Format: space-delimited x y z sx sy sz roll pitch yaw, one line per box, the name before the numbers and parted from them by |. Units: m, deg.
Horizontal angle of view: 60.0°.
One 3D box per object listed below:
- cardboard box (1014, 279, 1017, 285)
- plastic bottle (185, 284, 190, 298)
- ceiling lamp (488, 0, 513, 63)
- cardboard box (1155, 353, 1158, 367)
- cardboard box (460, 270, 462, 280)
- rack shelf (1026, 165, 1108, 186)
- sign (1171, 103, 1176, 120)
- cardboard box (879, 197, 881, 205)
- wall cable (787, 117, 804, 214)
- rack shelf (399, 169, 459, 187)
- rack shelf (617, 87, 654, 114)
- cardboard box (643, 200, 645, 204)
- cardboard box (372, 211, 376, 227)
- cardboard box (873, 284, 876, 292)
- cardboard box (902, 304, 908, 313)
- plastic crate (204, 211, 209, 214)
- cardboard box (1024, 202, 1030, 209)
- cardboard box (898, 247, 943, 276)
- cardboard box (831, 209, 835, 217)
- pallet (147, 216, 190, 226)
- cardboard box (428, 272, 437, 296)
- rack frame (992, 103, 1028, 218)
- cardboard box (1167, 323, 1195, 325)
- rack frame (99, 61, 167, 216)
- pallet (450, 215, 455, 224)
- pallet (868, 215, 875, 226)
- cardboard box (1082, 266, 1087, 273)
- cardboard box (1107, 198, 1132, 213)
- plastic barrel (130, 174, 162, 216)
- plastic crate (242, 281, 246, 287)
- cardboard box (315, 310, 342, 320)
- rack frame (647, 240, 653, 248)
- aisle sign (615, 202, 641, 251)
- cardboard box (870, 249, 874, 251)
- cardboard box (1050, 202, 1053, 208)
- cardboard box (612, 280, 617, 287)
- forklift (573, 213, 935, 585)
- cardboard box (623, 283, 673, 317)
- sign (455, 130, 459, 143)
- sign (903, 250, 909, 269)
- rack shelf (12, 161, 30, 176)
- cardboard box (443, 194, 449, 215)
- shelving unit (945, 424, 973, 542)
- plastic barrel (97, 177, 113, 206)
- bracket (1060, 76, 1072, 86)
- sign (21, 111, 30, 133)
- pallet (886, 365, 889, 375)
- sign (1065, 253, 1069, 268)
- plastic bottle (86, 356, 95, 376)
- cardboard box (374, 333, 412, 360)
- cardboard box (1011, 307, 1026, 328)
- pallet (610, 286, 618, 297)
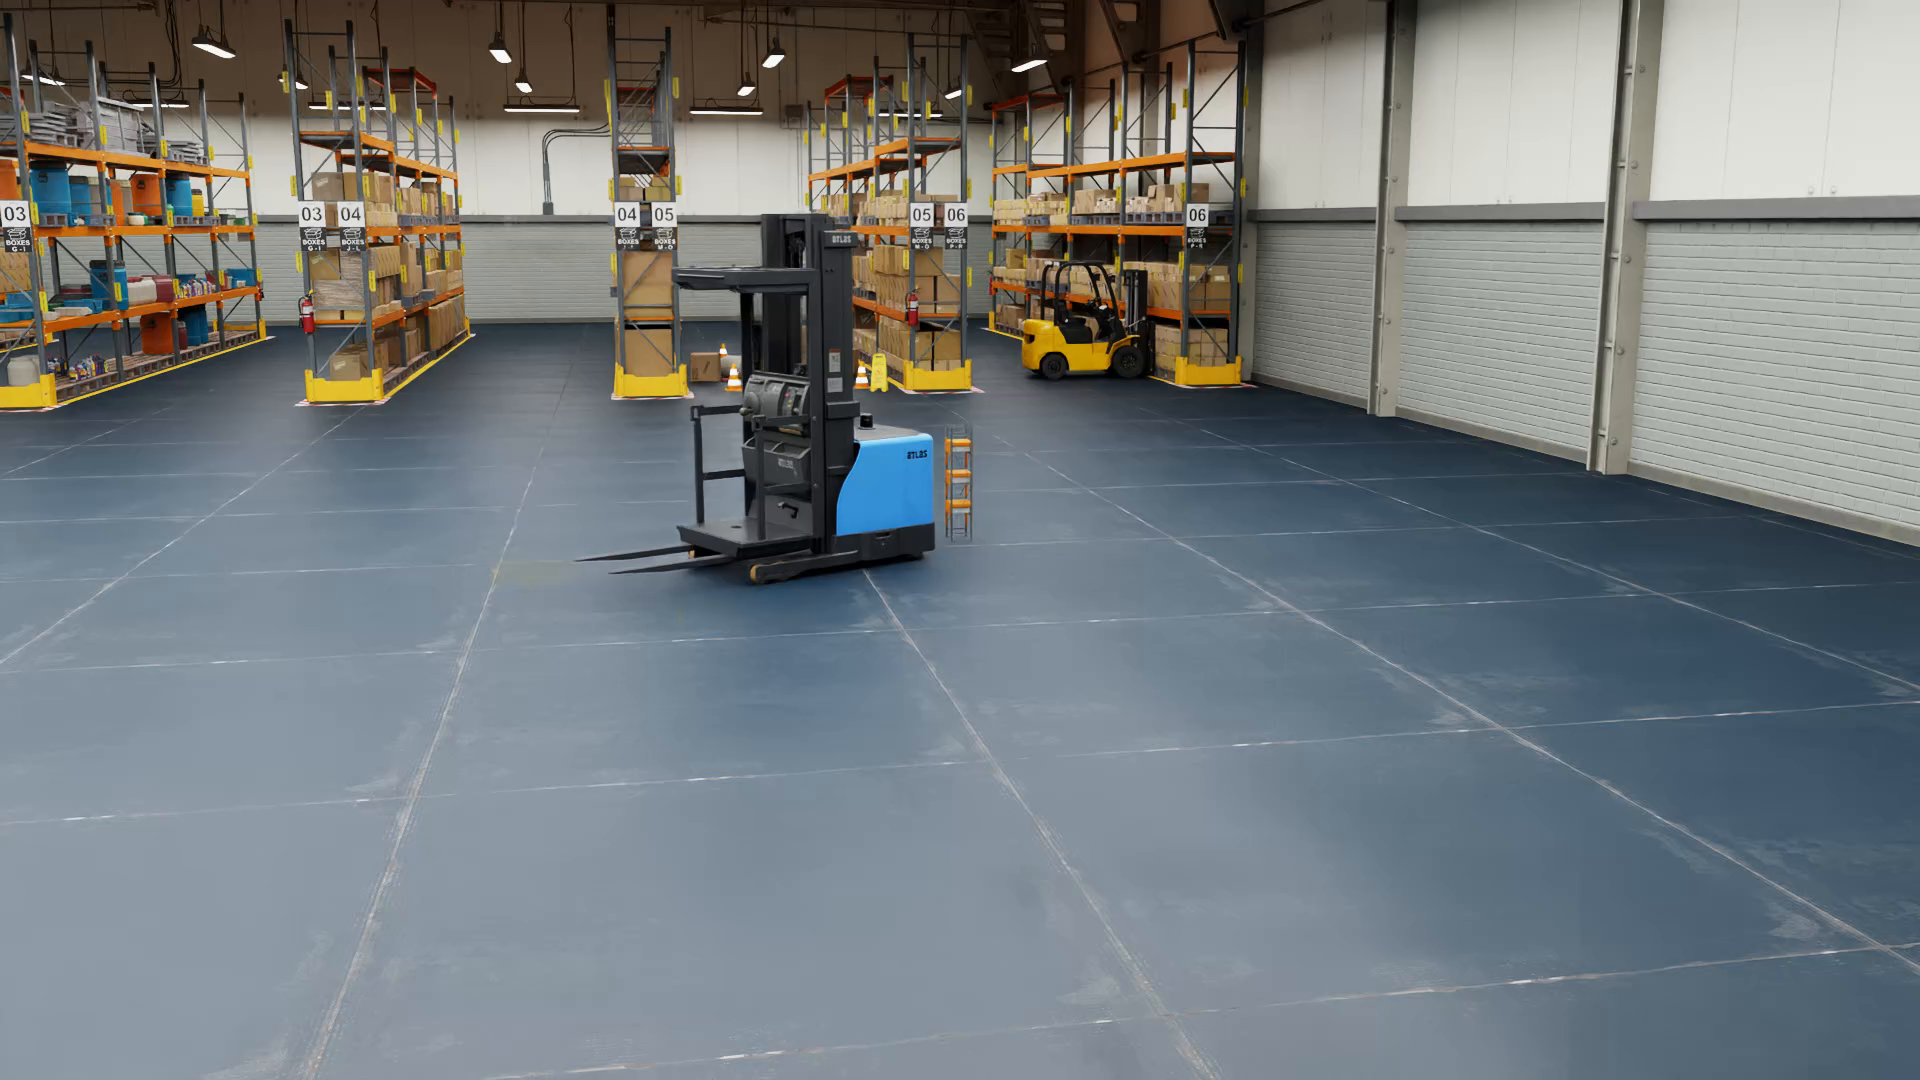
cardboard box | 1.595 -6.627 42.717 0.380 0.149 0.250 -2 11 -12
plastic bottle | -16.463 -5.305 35.409 0.061 0.283 0.133 -2 11 -11
ceiling lamp | -8.151 -10.394 30.180 0.800 3.185 2.000 -2 11 -11
cardboard box | 3.910 -3.425 31.455 0.500 0.250 0.500 -2 11 -10
cardboard box | -12.859 -6.698 42.023 0.500 0.250 0.500 -2 11 -12
rack shelf | 2.542 -8.543 39.060 1.077 0.370 4.000 -2 11 -11
sign | 4.258 -8.545 33.154 0.100 0.325 0.005 -2 11 -11
cardboard box | -1.339 -6.490 31.840 0.380 0.149 0.250 -2 11 -9
wall cable | -4.876 -11.045 49.213 0.463 3.000 0.029 -2 11 -11
rack shelf | -12.825 -8.735 40.069 1.077 0.370 4.000 -2 11 -11
rack shelf | -7.940 -10.726 40.571 1.077 0.370 4.000 -2 11 -11
cardboard box | -5.549 -6.293 30.484 0.500 0.250 0.500 -2 11 -11
cardboard box | -10.049 -5.362 27.778 0.500 0.250 0.500 -2 11 -12
cardboard box | -1.530 -5.031 33.210 0.380 0.149 0.250 -2 11 -10
cardboard box | -0.822 -4.110 29.494 0.380 0.149 0.250 -2 11 -12
plastic crate | -18.045 -7.677 39.707 0.504 0.338 0.767 -2 11 -11
cardboard box | 1.781 -8.193 40.739 0.380 0.149 0.250 -2 11 -9
cardboard box | -0.695 -4.903 29.248 0.700 0.500 0.500 -2 11 -12
cardboard box | -2.812 -7.652 38.908 0.380 0.166 0.250 -3 11 -15
pallet | -16.569 -6.582 34.290 1.003 0.211 1.213 -2 11 -11
cardboard box | -11.691 -5.574 36.244 0.500 0.500 0.500 -2 11 -12
rack frame | 1.375 -10.193 44.737 1.000 3.000 0.127 -2 11 -11
cardboard box | 4.299 -4.031 31.964 0.500 0.250 0.500 -2 11 -12
rack frame | -16.516 -8.004 33.237 1.000 3.000 0.127 -2 11 -11
pallet | -12.819 -7.775 40.290 1.003 0.211 1.213 -2 11 -11
pallet | -1.175 -6.362 33.135 1.213 0.211 1.003 -2 11 -11
cardboard box | 2.896 -5.935 36.407 0.380 0.149 0.250 -2 11 -10
cardboard box | 3.329 -6.854 34.065 0.500 0.311 0.500 -2 11 -13
plastic barrel | -16.624 -7.052 33.985 0.600 0.830 0.708 -2 11 -11
plastic crate | -17.736 -6.281 40.774 0.396 0.136 0.243 -2 11 -11
cardboard box | -10.360 -3.691 27.294 0.380 0.149 0.250 -2 11 -11
rack frame | -7.551 -6.133 39.448 1.000 3.000 0.127 -2 11 -11
aisle sign | -5.498 -5.185 27.517 0.394 0.787 0.004 -2 11 -11
cardboard box | -1.793 -6.237 37.056 0.500 0.500 0.500 -2 11 -13
cardboard box | 2.321 -7.811 38.783 0.380 0.149 0.250 -2 11 -11
cardboard box | -7.320 -5.556 35.966 0.380 0.149 0.250 -2 11 -10
forklift | -1.690 -1.192 13.674 3.031 2.935 1.130 -8 14 -37
cardboard box | -5.334 -4.072 28.220 0.875 0.550 0.550 -2 11 -11
sign | -12.679 -10.166 41.887 0.100 0.325 0.005 -2 11 -11
sign | -0.930 -4.838 28.704 0.100 0.325 0.005 -2 11 -11
rack shelf | -22.543 -8.570 38.143 1.077 0.370 4.000 -2 11 -11
cardboard box | -12.710 -8.090 40.052 0.700 0.500 0.500 -2 11 -9
shelving unit | -0.010 -0.526 15.203 0.215 1.050 0.252 -2 11 -11
plastic barrel | -16.305 -6.369 31.325 0.600 0.901 0.708 -2 11 -11
bracket | 2.634 -11.299 40.922 0.235 0.232 0.430 -2 11 -11
sign | -14.420 -6.454 25.648 0.100 0.325 0.005 -2 11 -11
pallet | -0.994 -3.372 32.403 1.003 0.211 1.213 -2 11 -11
sign | 2.401 -6.287 37.376 0.100 0.325 0.005 -2 11 -11
plastic bottle | -15.230 -3.036 29.088 0.144 0.351 0.185 -2 11 -11
cardboard box | -11.162 -3.796 32.680 0.700 0.500 0.500 -3 11 -16
cardboard box | 1.731 -5.760 43.054 0.700 0.500 0.500 -3 11 -13
pallet | -7.016 -5.432 36.278 1.213 0.211 1.003 -2 11 -11
